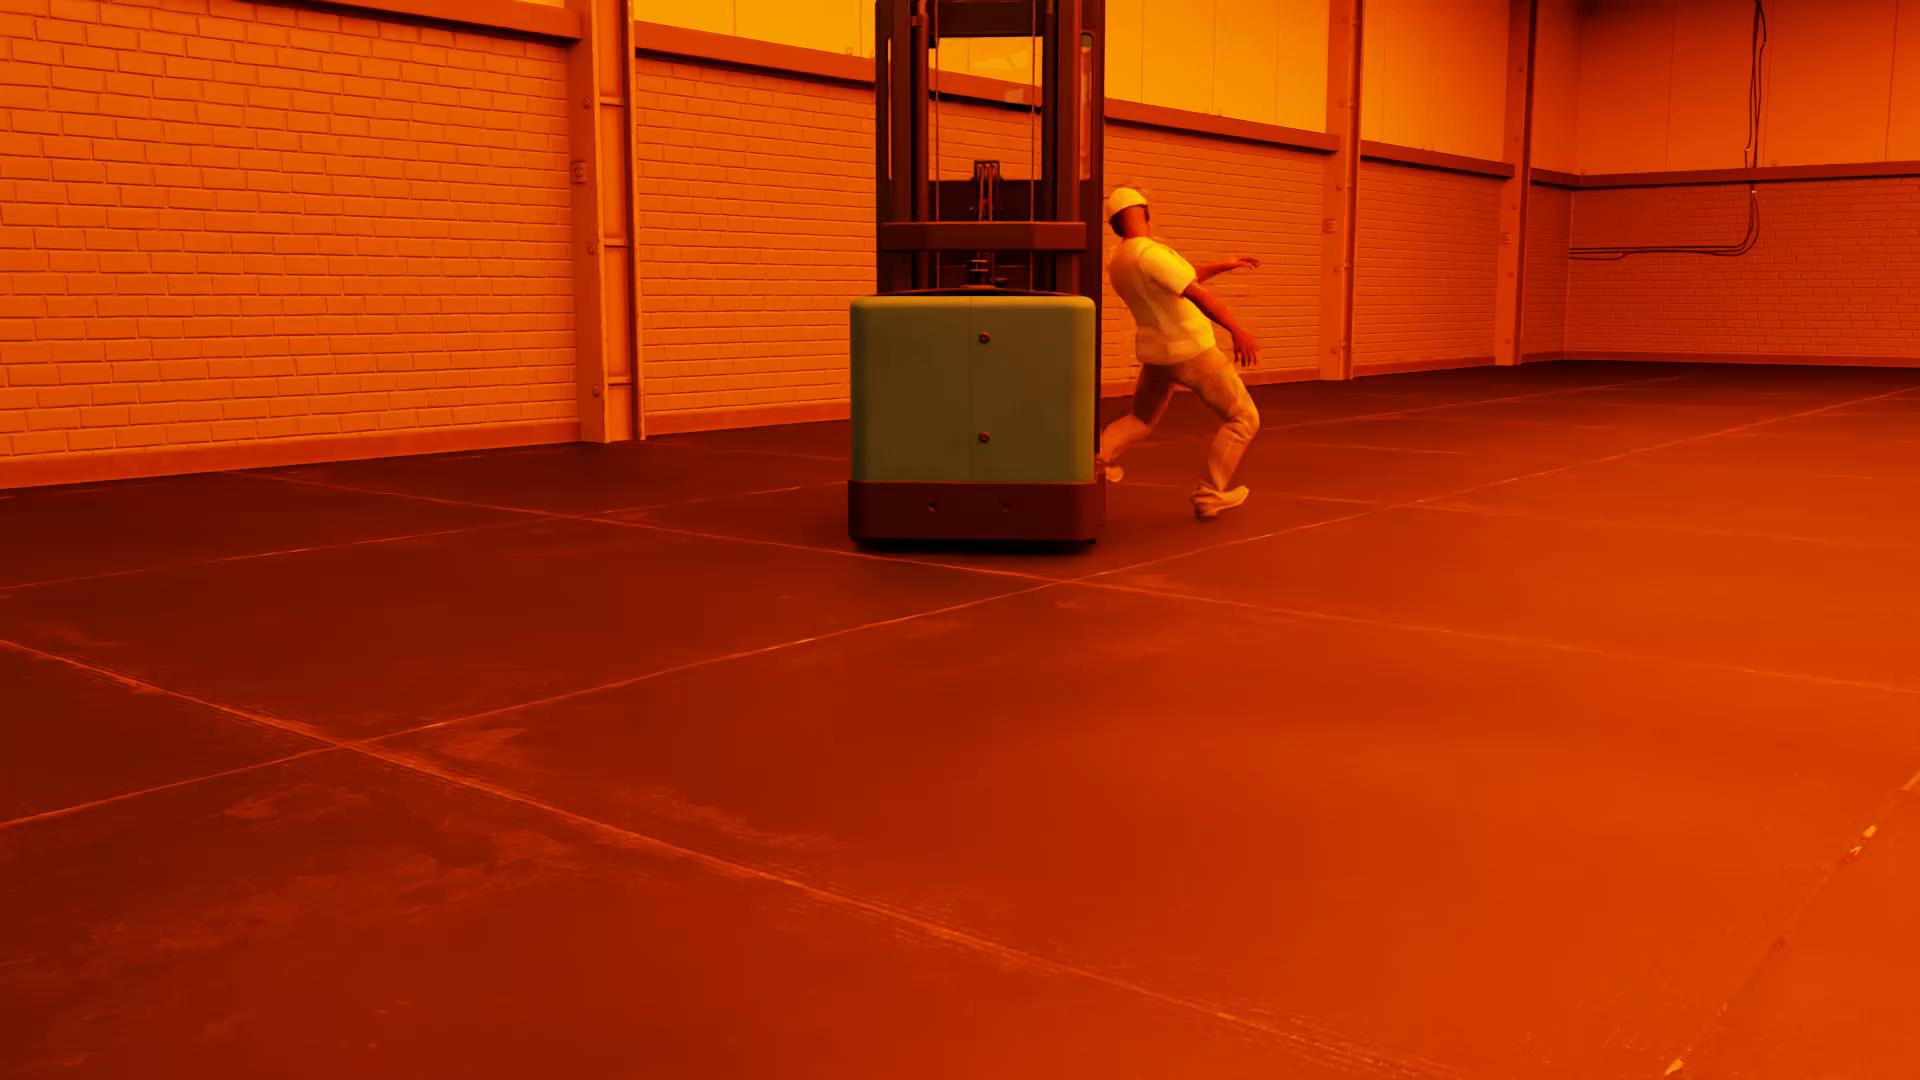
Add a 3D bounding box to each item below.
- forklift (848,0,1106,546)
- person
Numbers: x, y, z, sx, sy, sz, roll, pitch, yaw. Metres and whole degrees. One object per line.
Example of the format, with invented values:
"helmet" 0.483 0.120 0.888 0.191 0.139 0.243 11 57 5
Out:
"forklift" 0.162 -1.599 8.210 1.130 2.935 3.031 1 8 5
"person" 1.108 -0.901 8.068 0.851 1.594 0.899 -6 10 -34
